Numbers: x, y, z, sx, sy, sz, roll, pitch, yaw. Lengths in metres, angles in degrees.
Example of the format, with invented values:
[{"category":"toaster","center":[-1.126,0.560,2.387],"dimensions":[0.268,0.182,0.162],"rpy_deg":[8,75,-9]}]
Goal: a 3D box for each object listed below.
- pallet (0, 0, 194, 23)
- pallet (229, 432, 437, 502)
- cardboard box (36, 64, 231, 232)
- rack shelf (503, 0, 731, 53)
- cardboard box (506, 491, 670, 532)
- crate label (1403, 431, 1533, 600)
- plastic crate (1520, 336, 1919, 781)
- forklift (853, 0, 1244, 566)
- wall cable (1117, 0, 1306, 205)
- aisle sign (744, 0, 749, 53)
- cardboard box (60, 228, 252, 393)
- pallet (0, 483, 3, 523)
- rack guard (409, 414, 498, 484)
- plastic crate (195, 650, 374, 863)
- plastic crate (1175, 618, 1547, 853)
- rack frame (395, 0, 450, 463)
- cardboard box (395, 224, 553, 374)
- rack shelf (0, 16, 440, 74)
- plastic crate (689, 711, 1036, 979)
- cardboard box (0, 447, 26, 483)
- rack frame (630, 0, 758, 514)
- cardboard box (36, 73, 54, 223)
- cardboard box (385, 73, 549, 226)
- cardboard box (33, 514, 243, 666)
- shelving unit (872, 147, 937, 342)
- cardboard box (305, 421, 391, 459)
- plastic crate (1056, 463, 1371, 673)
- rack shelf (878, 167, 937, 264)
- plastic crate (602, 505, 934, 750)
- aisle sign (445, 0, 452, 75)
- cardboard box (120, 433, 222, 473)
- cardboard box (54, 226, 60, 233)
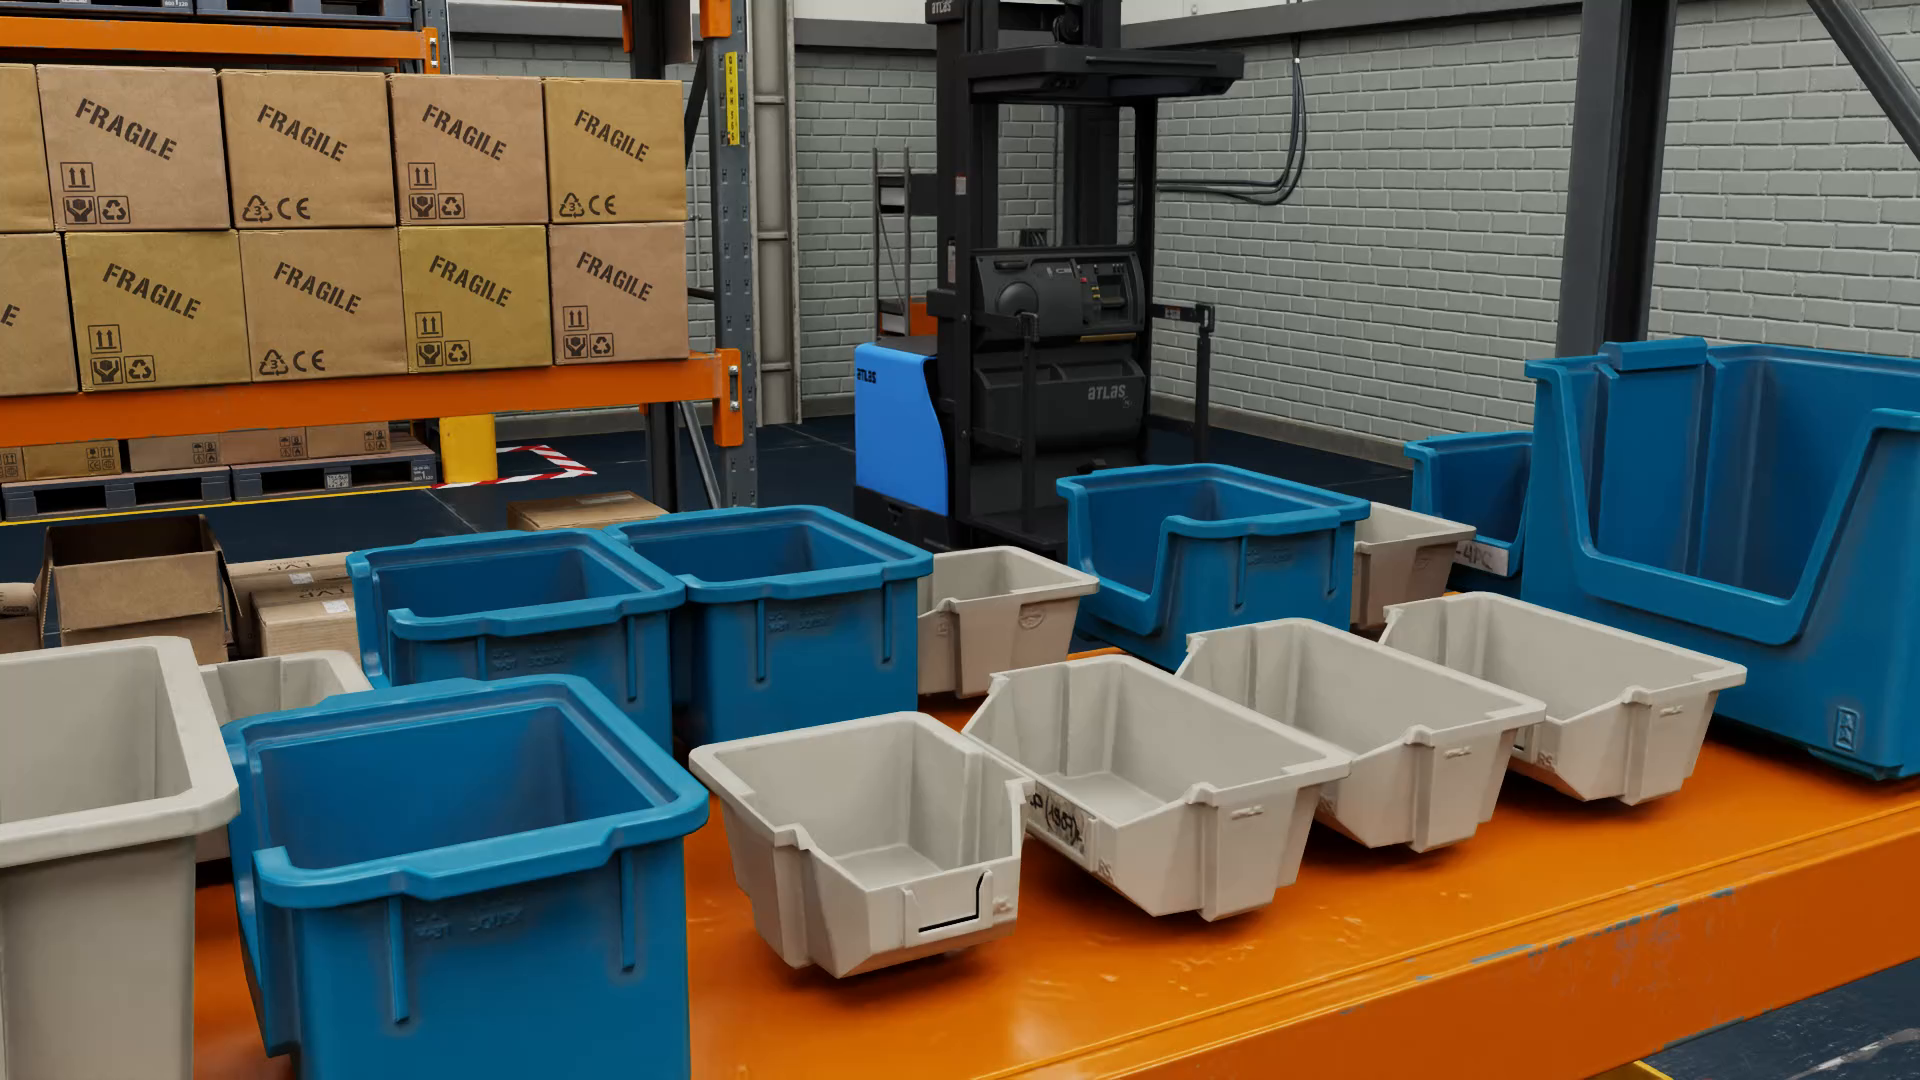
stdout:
[{"category":"pallet","center":[-5.171,-3.158,9.682],"dimensions":[1.213,0.211,1.003],"rpy_deg":[-7,14,-28]},{"category":"pallet","center":[-4.117,-0.488,10.797],"dimensions":[1.213,0.211,1.003],"rpy_deg":[-7,14,-28]},{"category":"cardboard box","center":[-2.682,-1.267,5.403],"dimensions":[0.500,0.500,0.500],"rpy_deg":[-6,14,-26]},{"category":"rack shelf","center":[-2.832,-1.895,5.506],"dimensions":[4.000,0.370,1.077],"rpy_deg":[-7,14,-28]},{"category":"cardboard box","center":[-1.435,0.116,6.452],"dimensions":[0.500,0.500,0.500],"rpy_deg":[-7,14,-28]},{"category":"crate label","center":[0.920,-0.023,2.626],"dimensions":[0.303,0.233,0.416],"rpy_deg":[-7,14,-28]},{"category":"plastic crate","center":[1.090,-0.014,2.121],"dimensions":[0.499,0.435,0.616],"rpy_deg":[-7,14,-28]},{"category":"forklift","center":[0.601,-1.215,7.834],"dimensions":[1.130,2.935,3.031],"rpy_deg":[-7,15,-30]},{"category":"wall cable","center":[1.683,-3.886,12.951],"dimensions":[0.112,2.526,3.097],"rpy_deg":[-7,14,-28]},{"category":"aisle sign","center":[-0.869,-2.210,6.175],"dimensions":[0.004,0.787,0.394],"rpy_deg":[-7,14,-28]},{"category":"cardboard box","center":[-2.675,-0.783,5.528],"dimensions":[0.500,0.500,0.500],"rpy_deg":[-7,14,-29]},{"category":"pallet","center":[-6.259,-0.231,9.656],"dimensions":[1.213,0.211,1.003],"rpy_deg":[-7,14,-28]},{"category":"rack guard","center":[-3.432,-0.731,11.217],"dimensions":[0.348,0.500,1.175],"rpy_deg":[-7,14,-28]},{"category":"plastic crate","center":[-0.832,0.241,1.672],"dimensions":[0.466,0.136,0.293],"rpy_deg":[-7,14,-28]},{"category":"plastic crate","center":[0.404,0.209,1.811],"dimensions":[0.243,0.136,0.396],"rpy_deg":[-7,14,-28]},{"category":"rack frame","center":[-3.453,-1.948,10.931],"dimensions":[0.127,3.000,1.000],"rpy_deg":[-7,14,-28]},{"category":"cardboard box","center":[-1.792,-0.887,5.992],"dimensions":[0.500,0.500,0.500],"rpy_deg":[-7,14,-27]},{"category":"rack shelf","center":[-5.208,-2.850,9.746],"dimensions":[4.000,0.370,1.077],"rpy_deg":[-7,14,-28]},{"category":"plastic crate","center":[-0.080,0.278,1.505],"dimensions":[0.250,0.136,0.298],"rpy_deg":[-7,14,-28]},{"category":"cardboard box","center":[-5.816,-0.623,9.783],"dimensions":[0.500,0.500,0.700],"rpy_deg":[-7,14,-28]},{"category":"rack frame","center":[-1.076,-0.993,6.691],"dimensions":[0.127,3.000,1.000],"rpy_deg":[-7,14,-28]},{"category":"cardboard box","center":[-3.376,-1.320,5.636],"dimensions":[0.500,0.500,0.500],"rpy_deg":[-7,14,-27]},{"category":"cardboard box","center":[-1.778,-1.377,5.890],"dimensions":[0.500,0.500,0.500],"rpy_deg":[-6,14,-26]},{"category":"cardboard box","center":[-2.940,0.232,5.930],"dimensions":[0.637,0.503,0.797],"rpy_deg":[-7,14,-28]},{"category":"shelving unit","center":[-0.172,-1.159,9.475],"dimensions":[0.503,2.100,0.431],"rpy_deg":[-7,15,-30]},{"category":"cardboard box","center":[-4.019,-0.840,10.747],"dimensions":[0.500,0.500,0.700],"rpy_deg":[-7,14,-28]},{"category":"plastic crate","center":[0.342,0.046,2.318],"dimensions":[0.300,0.233,0.416],"rpy_deg":[-7,14,-28]},{"category":"rack shelf","center":[-0.172,-1.828,9.325],"dimensions":[0.480,0.518,0.431],"rpy_deg":[-7,15,-30]},{"category":"plastic crate","center":[-0.236,0.115,2.010],"dimensions":[0.300,0.233,0.416],"rpy_deg":[-7,14,-28]},{"category":"aisle sign","center":[-3.246,-3.166,10.423],"dimensions":[0.004,0.787,0.394],"rpy_deg":[-7,14,-28]},{"category":"cardboard box","center":[-4.900,-0.734,10.277],"dimensions":[0.500,0.500,0.700],"rpy_deg":[-7,15,-30]},{"category":"cardboard box","center":[-3.370,-0.832,5.748],"dimensions":[0.500,0.500,0.500],"rpy_deg":[-6,14,-27]}]
